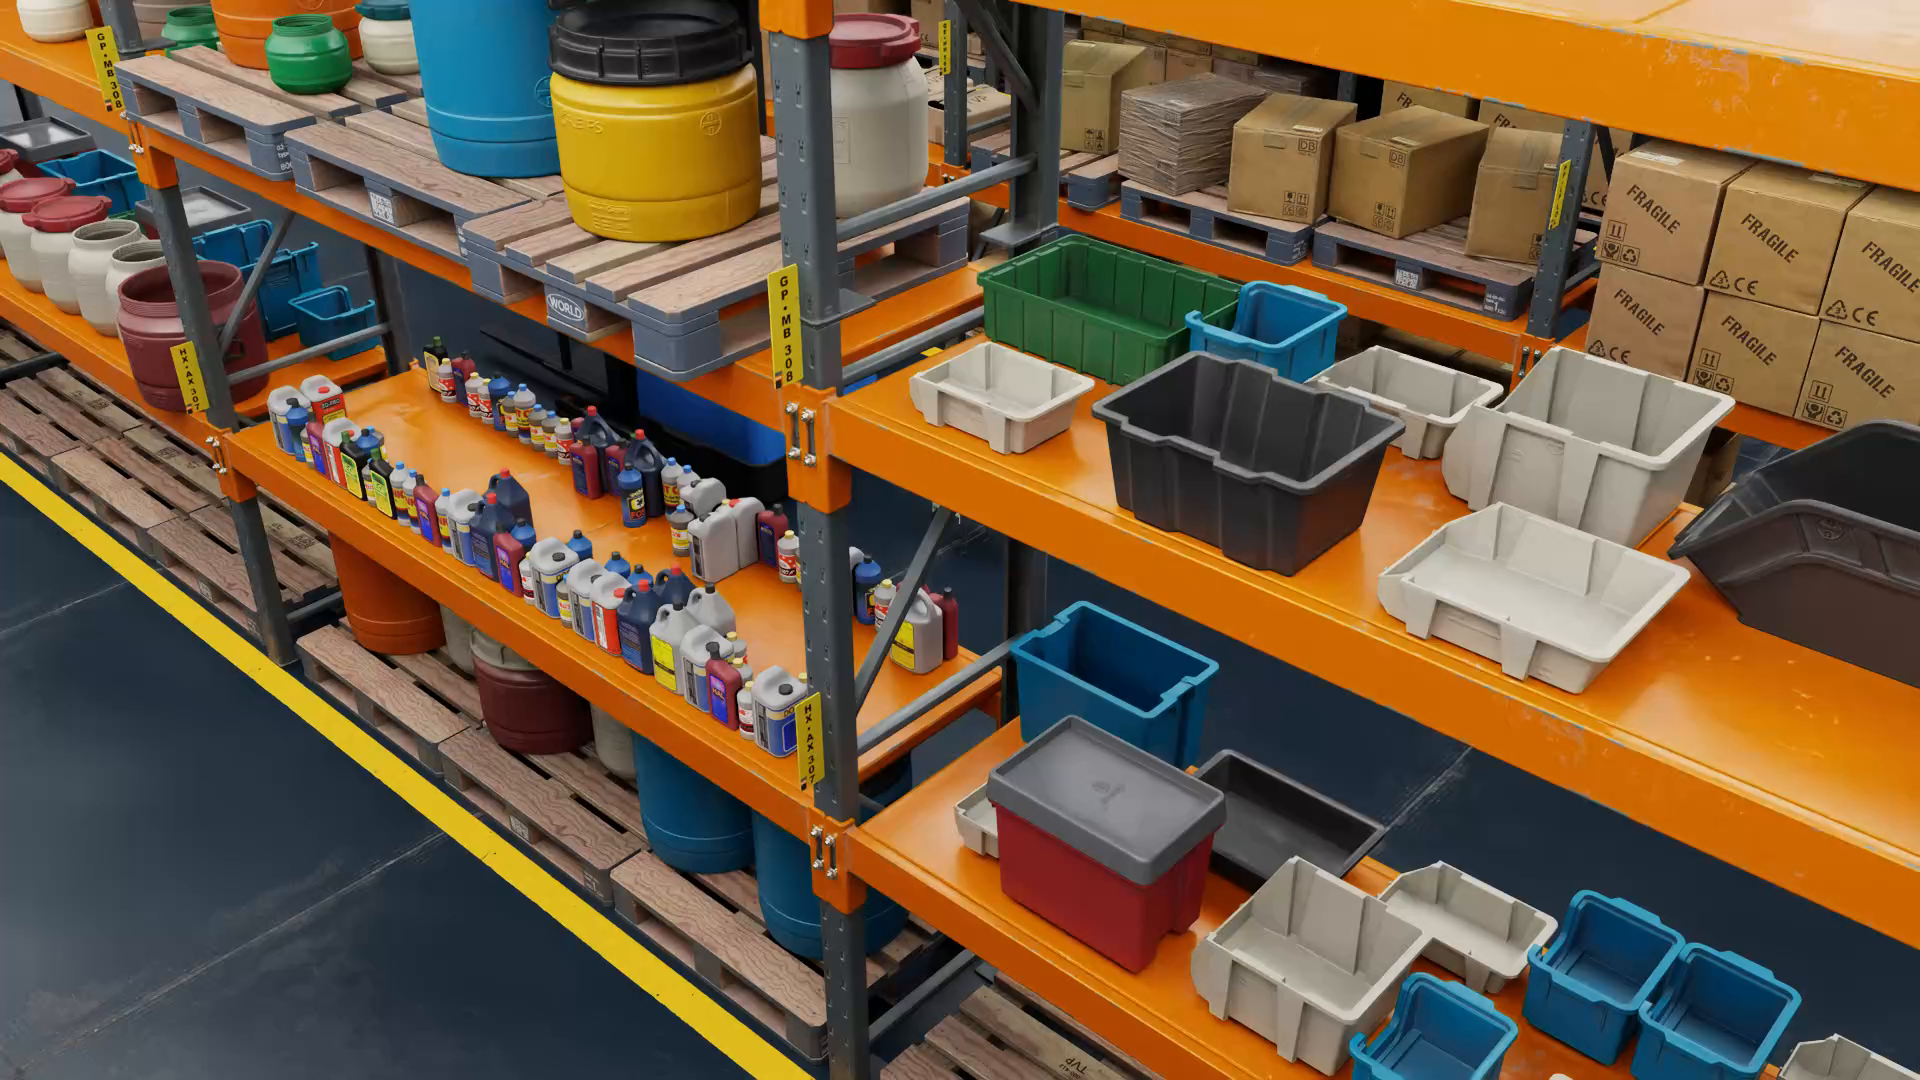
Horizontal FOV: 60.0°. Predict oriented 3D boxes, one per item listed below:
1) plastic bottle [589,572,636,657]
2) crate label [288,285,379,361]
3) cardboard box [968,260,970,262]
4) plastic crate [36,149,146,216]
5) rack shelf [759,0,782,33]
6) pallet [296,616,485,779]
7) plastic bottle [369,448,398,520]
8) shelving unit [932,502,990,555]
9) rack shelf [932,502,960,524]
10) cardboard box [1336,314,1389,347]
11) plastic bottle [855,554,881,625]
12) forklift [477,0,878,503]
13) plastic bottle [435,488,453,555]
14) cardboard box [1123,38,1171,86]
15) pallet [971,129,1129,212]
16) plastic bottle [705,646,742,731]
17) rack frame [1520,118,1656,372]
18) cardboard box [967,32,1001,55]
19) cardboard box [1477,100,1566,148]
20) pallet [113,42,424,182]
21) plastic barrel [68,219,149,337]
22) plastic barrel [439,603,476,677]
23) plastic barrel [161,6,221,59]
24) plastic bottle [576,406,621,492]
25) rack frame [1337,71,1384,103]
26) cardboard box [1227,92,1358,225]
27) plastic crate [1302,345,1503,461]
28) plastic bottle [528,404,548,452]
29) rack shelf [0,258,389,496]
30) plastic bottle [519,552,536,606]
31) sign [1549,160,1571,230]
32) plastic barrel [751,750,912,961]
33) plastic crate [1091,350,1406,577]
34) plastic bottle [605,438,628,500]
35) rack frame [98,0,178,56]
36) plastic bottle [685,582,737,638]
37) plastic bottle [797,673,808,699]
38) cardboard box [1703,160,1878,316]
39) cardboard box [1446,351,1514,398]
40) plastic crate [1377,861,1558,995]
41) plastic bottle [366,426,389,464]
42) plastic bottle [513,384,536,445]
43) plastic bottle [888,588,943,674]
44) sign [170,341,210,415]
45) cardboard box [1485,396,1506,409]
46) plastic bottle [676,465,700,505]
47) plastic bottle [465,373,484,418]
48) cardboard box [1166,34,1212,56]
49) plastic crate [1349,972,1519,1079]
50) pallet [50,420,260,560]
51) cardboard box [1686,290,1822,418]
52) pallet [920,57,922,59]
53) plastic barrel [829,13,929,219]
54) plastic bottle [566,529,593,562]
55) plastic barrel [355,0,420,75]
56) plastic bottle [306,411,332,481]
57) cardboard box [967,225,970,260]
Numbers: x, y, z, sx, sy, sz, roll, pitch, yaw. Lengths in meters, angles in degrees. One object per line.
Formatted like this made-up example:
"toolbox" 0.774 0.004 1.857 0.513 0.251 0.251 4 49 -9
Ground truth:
"plastic bottle" -1.239 0.263 6.025 0.135 0.276 0.152 25 39 35
"crate label" -3.111 -1.078 8.294 0.416 0.233 0.303 25 39 35
"cardboard box" -0.278 -1.844 11.664 0.500 0.250 0.500 26 40 36
"plastic crate" -4.990 -1.975 9.638 0.575 0.384 0.392 25 39 35
"rack shelf" -1.568 -2.259 5.363 4.000 0.370 1.077 25 39 35
"pallet" -2.438 0.591 8.063 1.213 0.211 1.003 25 39 35
"plastic bottle" -2.364 -0.233 6.842 0.133 0.283 0.061 25 39 35
"shelving unit" 0.006 -0.383 9.013 0.210 0.900 0.258 25 39 35
"rack shelf" 0.006 -0.200 9.123 0.200 0.077 0.258 25 39 35
"cardboard box" 2.305 -1.415 9.961 0.500 0.250 0.500 25 39 35
"plastic bottle" -0.339 0.176 6.174 0.097 0.271 0.097 0 31 0
"forklift" -1.905 -2.105 9.905 3.031 2.935 1.130 25 39 35
"plastic bottle" -2.023 -0.082 6.602 0.097 0.271 0.097 0 31 0
"cardboard box" 1.957 -4.551 15.898 0.500 0.500 0.700 26 39 36
"pallet" 0.826 -2.463 10.620 1.003 0.211 1.213 25 39 35
"plastic bottle" -0.796 0.498 5.627 0.133 0.283 0.061 25 39 35
"rack frame" 3.242 -1.369 8.616 0.127 3.000 1.000 25 39 35
"cardboard box" 0.215 -5.182 17.269 0.250 0.166 0.380 20 36 29
"cardboard box" 4.700 -3.298 13.496 0.750 0.750 0.750 25 39 35
"pallet" -2.549 -1.763 6.544 1.213 0.211 1.003 25 39 35
"plastic barrel" -4.269 -1.329 8.440 0.421 0.512 0.421 0 31 0
"plastic barrel" -2.198 0.349 7.766 0.421 0.512 0.421 0 31 0
"plastic barrel" -3.268 -2.145 7.147 0.294 0.245 0.294 0 31 0
"plastic bottle" -1.527 -0.396 7.047 0.185 0.351 0.144 25 39 35
"rack frame" 3.597 -4.649 14.064 0.127 3.000 1.000 25 39 35
"cardboard box" 1.890 -2.180 9.458 0.500 0.500 0.700 15 34 23
"plastic crate" 1.114 -0.354 4.276 0.466 0.136 0.293 25 39 35
"plastic bottle" -1.859 -0.503 7.370 0.097 0.201 0.097 0 31 0
"rack shelf" -4.533 -1.244 9.106 4.000 0.370 1.077 25 39 35
"plastic bottle" -1.615 0.139 6.304 0.097 0.201 0.097 0 31 0
"sign" 2.872 -1.652 7.962 0.005 0.325 0.100 25 39 35
"plastic barrel" -0.477 1.048 6.228 0.708 0.901 0.600 25 39 35
"plastic crate" 0.652 -0.170 3.843 0.590 0.269 0.497 25 39 35
"plastic bottle" -1.422 -0.305 6.961 0.133 0.283 0.061 25 39 35
"rack frame" -3.051 -3.431 6.224 0.127 3.000 1.000 25 39 35
"plastic bottle" -0.889 0.297 5.896 0.185 0.351 0.144 25 39 35
"plastic bottle" -0.524 0.542 5.634 0.097 0.201 0.097 0 31 0
"cardboard box" 3.785 -1.391 7.586 0.500 0.500 0.500 24 38 34
"cardboard box" 3.047 -0.747 9.580 0.500 0.500 0.500 23 38 33
"plastic crate" 1.408 1.099 4.714 0.466 0.136 0.293 25 39 35
"plastic bottle" -2.534 -0.396 7.192 0.097 0.201 0.097 0 31 0
"plastic bottle" -1.931 -0.567 7.408 0.097 0.271 0.097 0 31 0
"plastic bottle" -0.158 0.285 5.916 0.185 0.351 0.144 25 39 35
"sign" -3.415 -0.718 7.375 0.005 0.325 0.100 25 39 35
"cardboard box" 2.684 -0.548 9.249 0.500 0.500 0.500 25 39 35
"plastic bottle" -1.098 -0.178 6.762 0.097 0.271 0.097 0 31 0
"plastic bottle" -2.220 -0.672 7.650 0.097 0.201 0.097 0 31 0
"cardboard box" 2.263 -4.714 15.443 0.500 0.250 0.500 25 39 35
"plastic crate" 1.186 1.342 4.217 0.300 0.233 0.416 25 39 35
"pallet" -4.499 -0.371 9.662 1.213 0.211 1.003 25 39 35
"cardboard box" 3.819 -0.955 7.831 0.500 0.500 0.500 26 40 36
"pallet" -0.799 -5.480 18.148 1.213 0.211 1.003 25 39 35
"plastic barrel" -0.307 -1.277 5.016 0.433 0.535 0.433 0 31 0
"plastic bottle" -1.441 0.084 6.326 0.097 0.271 0.097 0 31 0
"plastic barrel" -2.157 -1.951 6.401 0.301 0.262 0.301 0 31 0
"plastic bottle" -2.734 -0.406 7.129 0.133 0.283 0.061 25 39 35
"cardboard box" -0.278 -2.083 11.516 0.500 0.311 0.500 26 40 36
